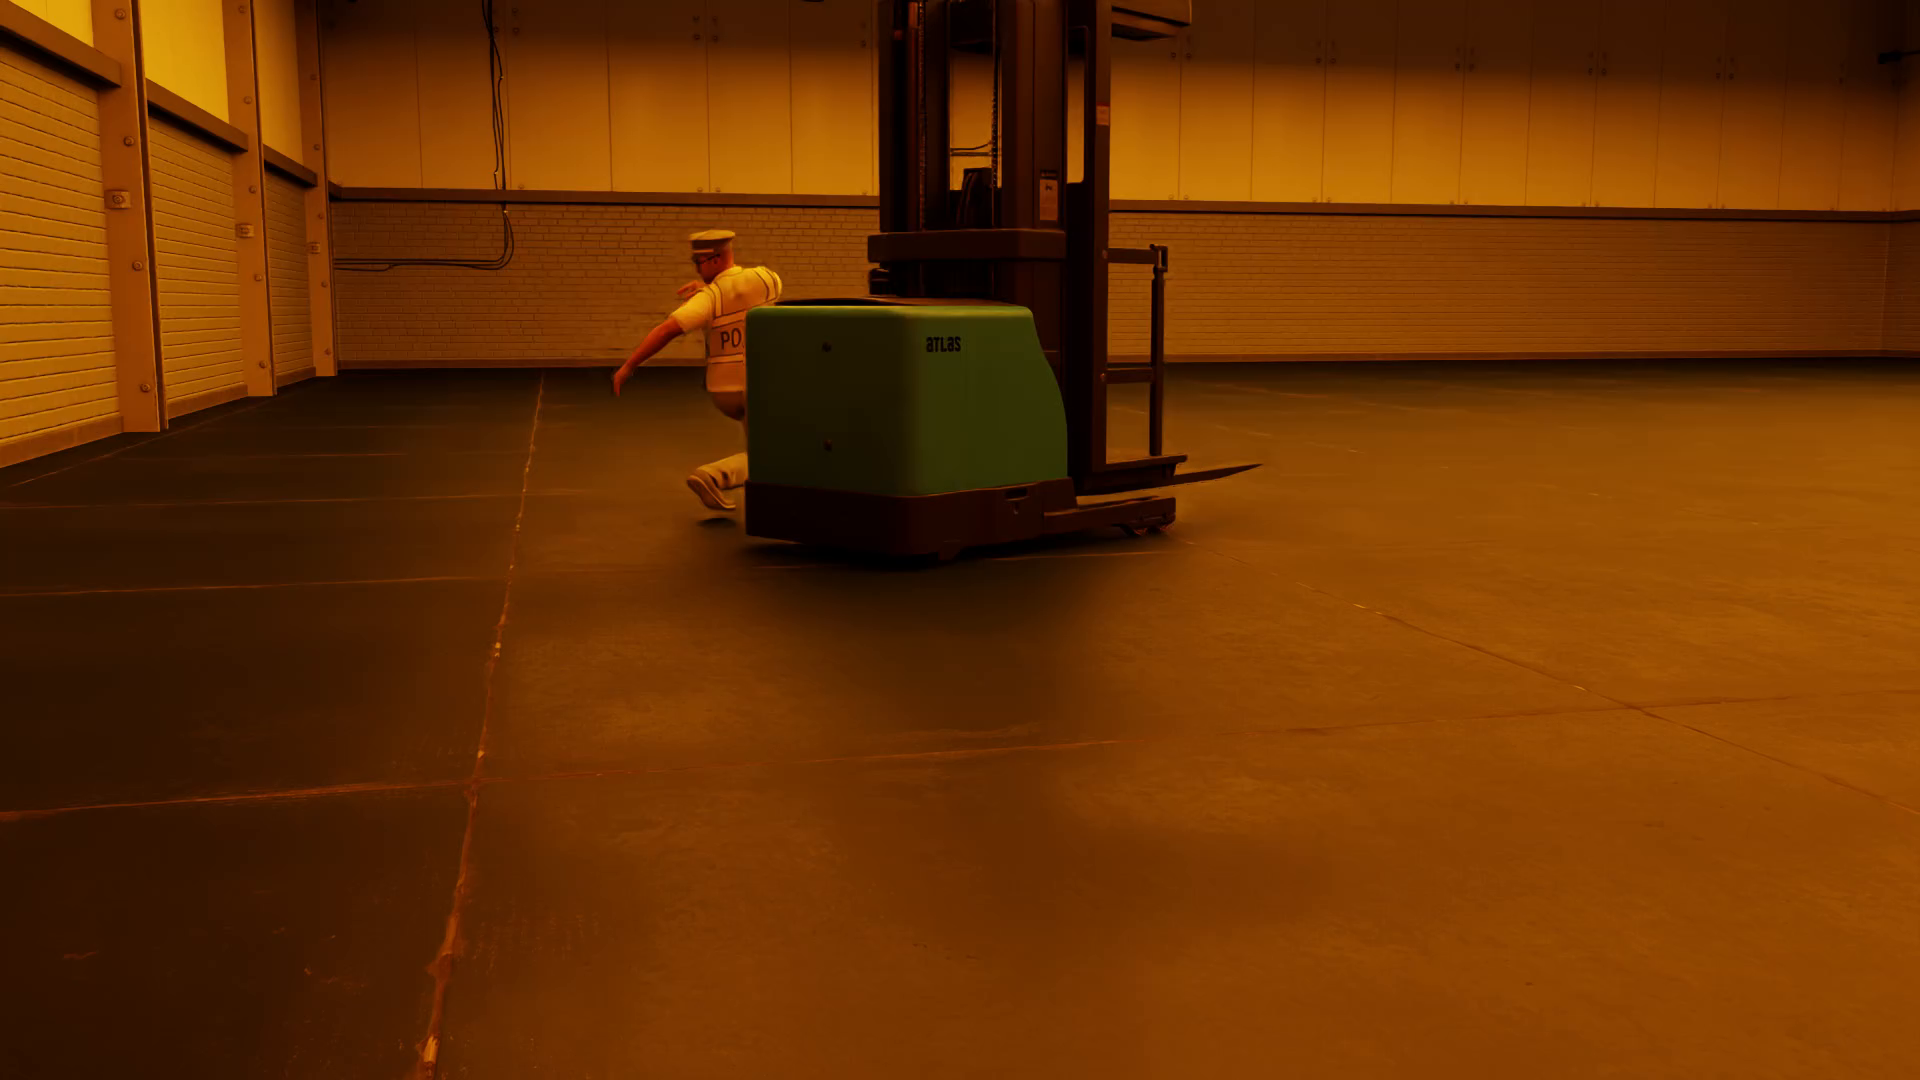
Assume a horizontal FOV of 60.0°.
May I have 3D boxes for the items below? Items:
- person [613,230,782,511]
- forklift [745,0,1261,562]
[{"bbox_3d":[-1.309,-0.861,8.733,0.824,1.501,0.975,1,8,8],"label":"person"},{"bbox_3d":[0.395,-1.518,7.977,1.130,2.935,3.031,7,11,41],"label":"forklift"}]
